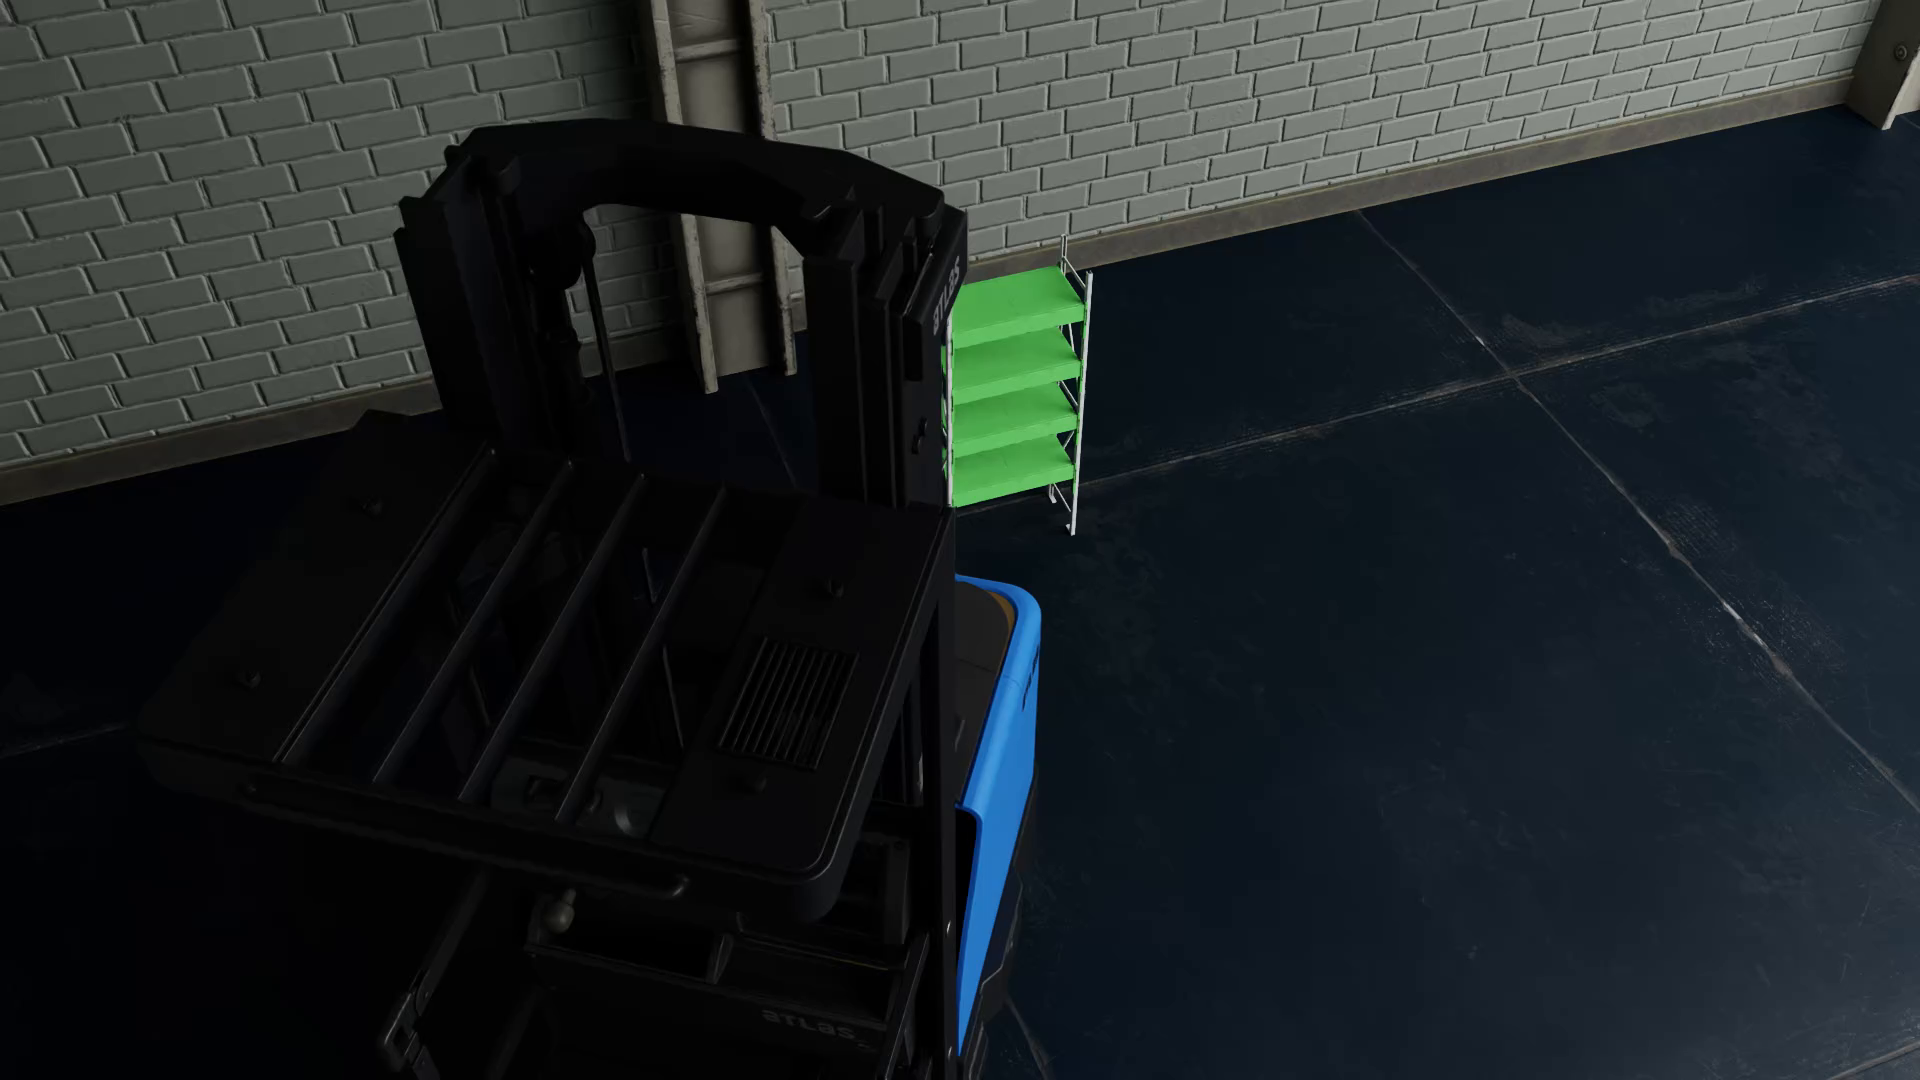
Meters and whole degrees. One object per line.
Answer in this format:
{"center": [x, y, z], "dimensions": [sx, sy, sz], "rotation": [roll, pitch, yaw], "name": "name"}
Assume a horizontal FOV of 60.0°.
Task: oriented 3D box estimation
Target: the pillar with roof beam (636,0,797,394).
{"center": [0.545, -1.060, 0.953], "dimensions": [0.400, 9.000, 9.100], "rotation": [-14, 47, -14], "name": "pillar with roof beam"}

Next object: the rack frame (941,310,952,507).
{"center": [-0.074, -0.405, 5.806], "dimensions": [0.015, 1.200, 0.240], "rotation": [-14, 47, -14], "name": "rack frame"}

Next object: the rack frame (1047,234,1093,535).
{"center": [0.385, -0.522, 5.923], "dimensions": [0.015, 1.200, 0.240], "rotation": [-14, 47, -14], "name": "rack frame"}

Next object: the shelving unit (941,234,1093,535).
{"center": [0.156, -0.463, 5.865], "dimensions": [0.503, 1.200, 0.258], "rotation": [-14, 47, -14], "name": "shelving unit"}

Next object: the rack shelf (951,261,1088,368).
{"center": [0.156, -0.757, 5.570], "dimensions": [0.480, 0.148, 0.258], "rotation": [-14, 47, -14], "name": "rack shelf"}

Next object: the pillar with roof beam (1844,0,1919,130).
{"center": [6.188, -2.503, 2.391], "dimensions": [0.400, 9.000, 9.100], "rotation": [-14, 47, -14], "name": "pillar with roof beam"}

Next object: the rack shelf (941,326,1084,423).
{"center": [0.156, -0.588, 5.740], "dimensions": [0.480, 0.148, 0.258], "rotation": [-14, 47, -14], "name": "rack shelf"}

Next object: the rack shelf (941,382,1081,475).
{"center": [0.156, -0.418, 5.910], "dimensions": [0.480, 0.148, 0.258], "rotation": [-14, 47, -14], "name": "rack shelf"}

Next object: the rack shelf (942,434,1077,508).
{"center": [0.156, -0.249, 6.080], "dimensions": [0.480, 0.148, 0.258], "rotation": [-14, 47, -14], "name": "rack shelf"}

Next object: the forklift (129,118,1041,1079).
{"center": [-0.607, 0.790, 3.393], "dimensions": [1.130, 2.935, 3.031], "rotation": [10, 46, 10], "name": "forklift"}
